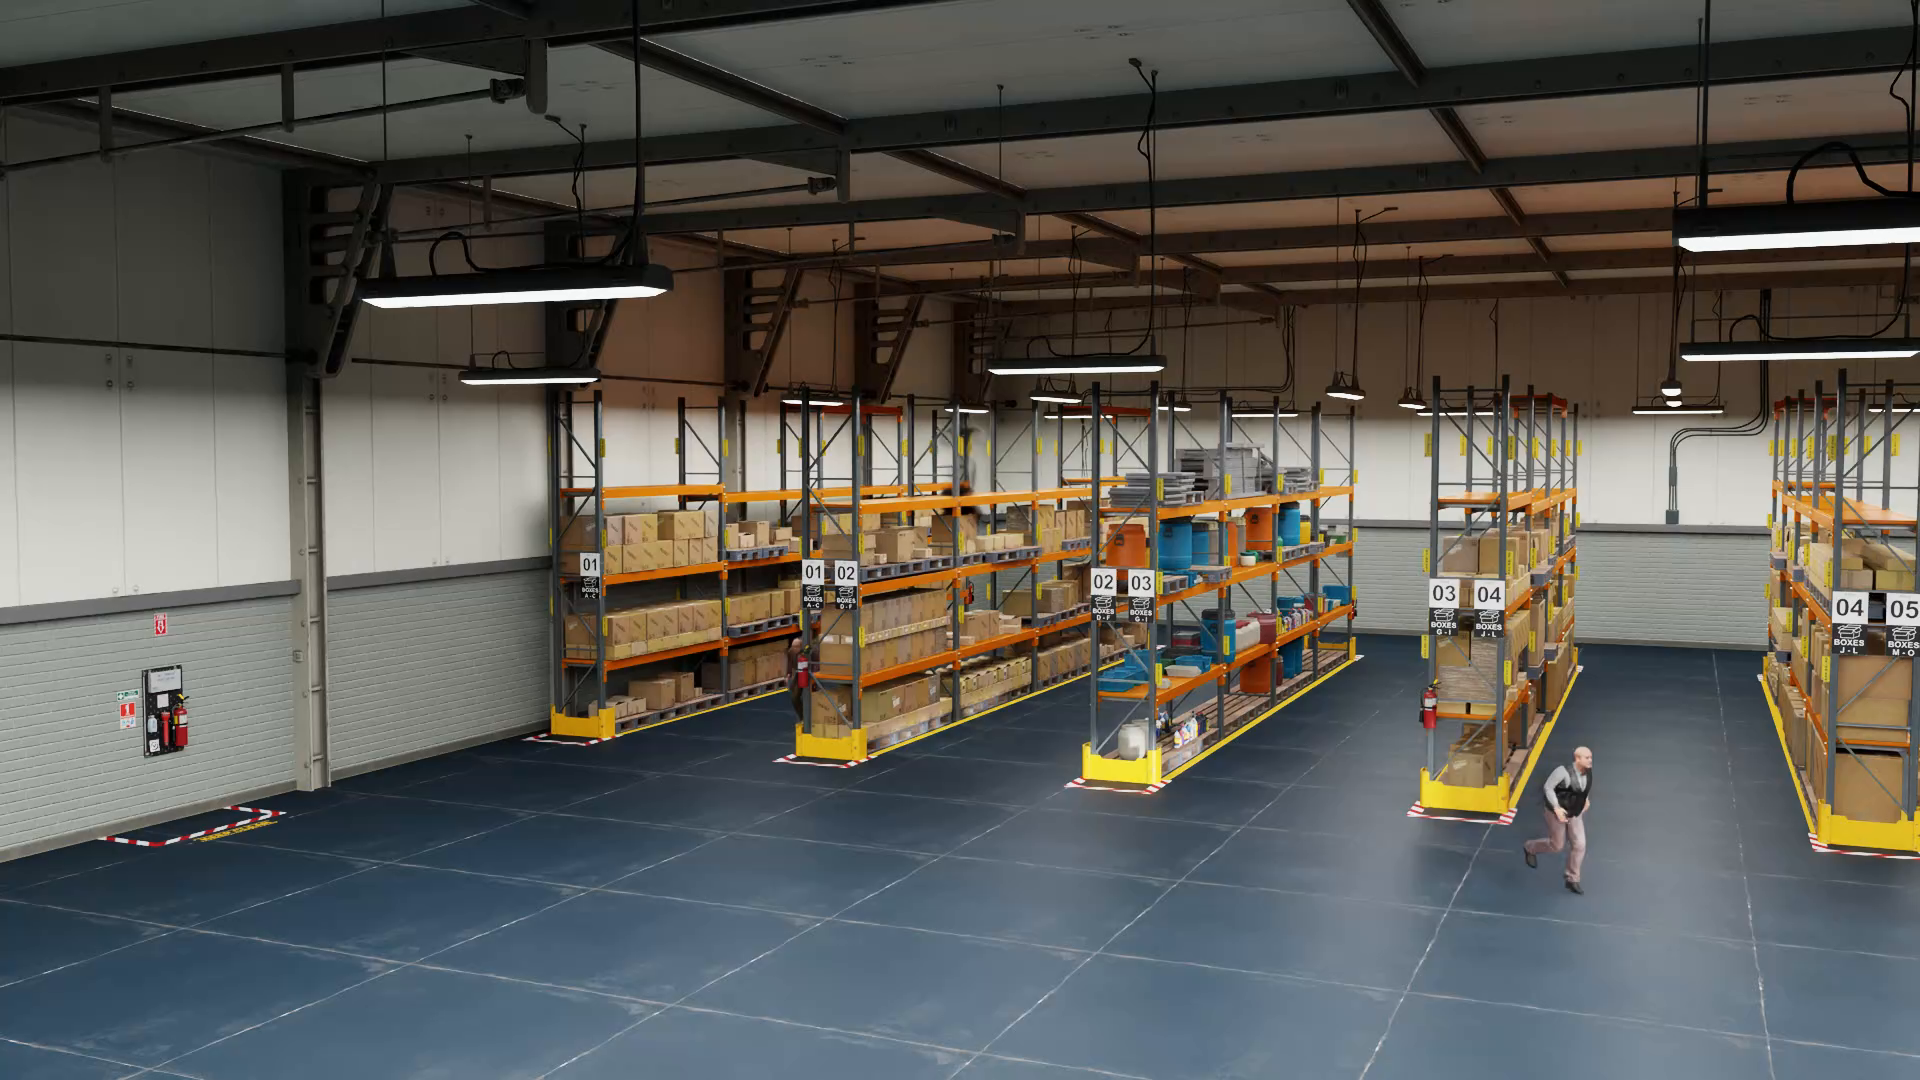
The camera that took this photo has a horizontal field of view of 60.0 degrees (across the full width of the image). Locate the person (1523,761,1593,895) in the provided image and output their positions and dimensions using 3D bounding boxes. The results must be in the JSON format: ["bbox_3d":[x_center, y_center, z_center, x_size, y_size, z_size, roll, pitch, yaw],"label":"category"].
[{"bbox_3d":[6.850,3.226,19.054,0.672,1.515,0.924,-2,4,-30],"label":"person"}]

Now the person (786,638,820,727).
[{"bbox_3d":[-2.762,2.551,30.144,0.716,1.626,1.062,1,3,22],"label":"person"}]
